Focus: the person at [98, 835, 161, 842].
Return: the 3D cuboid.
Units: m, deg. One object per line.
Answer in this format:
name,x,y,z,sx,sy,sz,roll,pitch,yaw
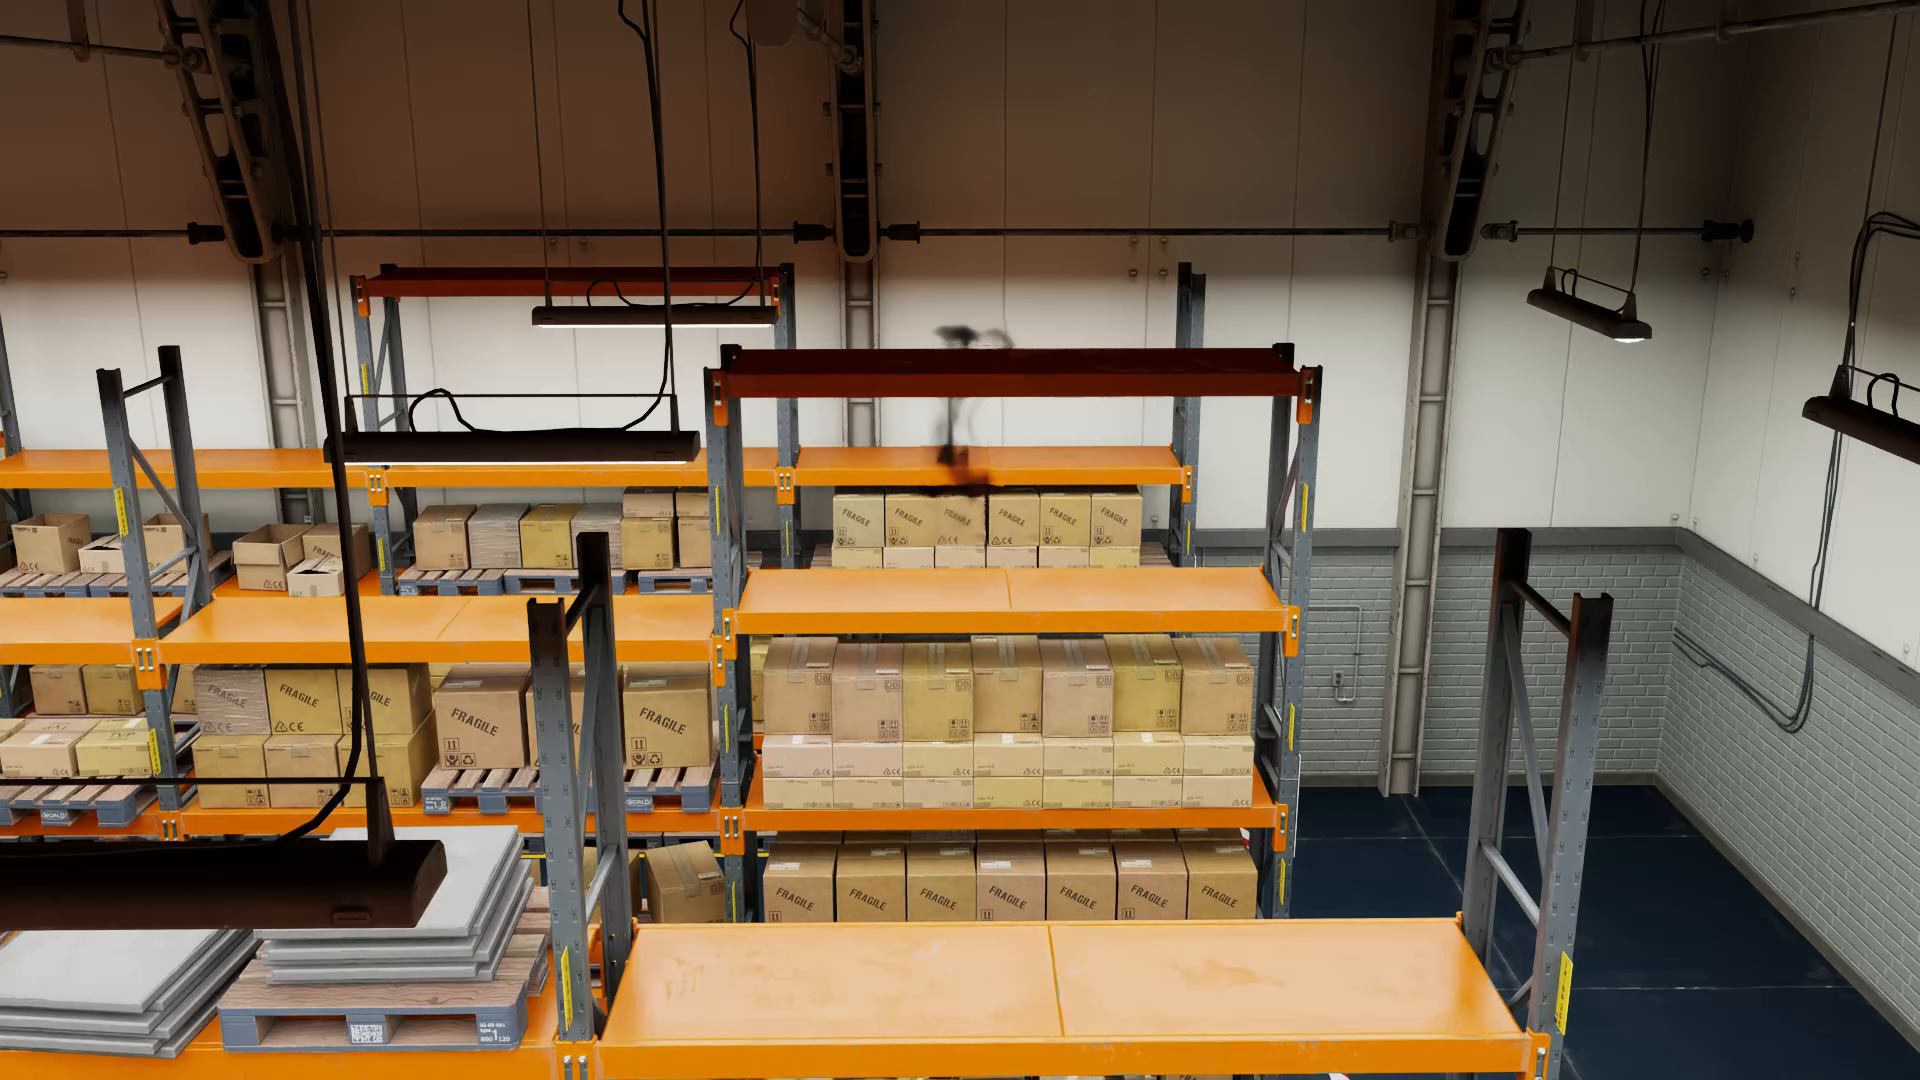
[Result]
person,-7.162,3.182,14.748,0.860,1.479,0.685,-4,17,-13
